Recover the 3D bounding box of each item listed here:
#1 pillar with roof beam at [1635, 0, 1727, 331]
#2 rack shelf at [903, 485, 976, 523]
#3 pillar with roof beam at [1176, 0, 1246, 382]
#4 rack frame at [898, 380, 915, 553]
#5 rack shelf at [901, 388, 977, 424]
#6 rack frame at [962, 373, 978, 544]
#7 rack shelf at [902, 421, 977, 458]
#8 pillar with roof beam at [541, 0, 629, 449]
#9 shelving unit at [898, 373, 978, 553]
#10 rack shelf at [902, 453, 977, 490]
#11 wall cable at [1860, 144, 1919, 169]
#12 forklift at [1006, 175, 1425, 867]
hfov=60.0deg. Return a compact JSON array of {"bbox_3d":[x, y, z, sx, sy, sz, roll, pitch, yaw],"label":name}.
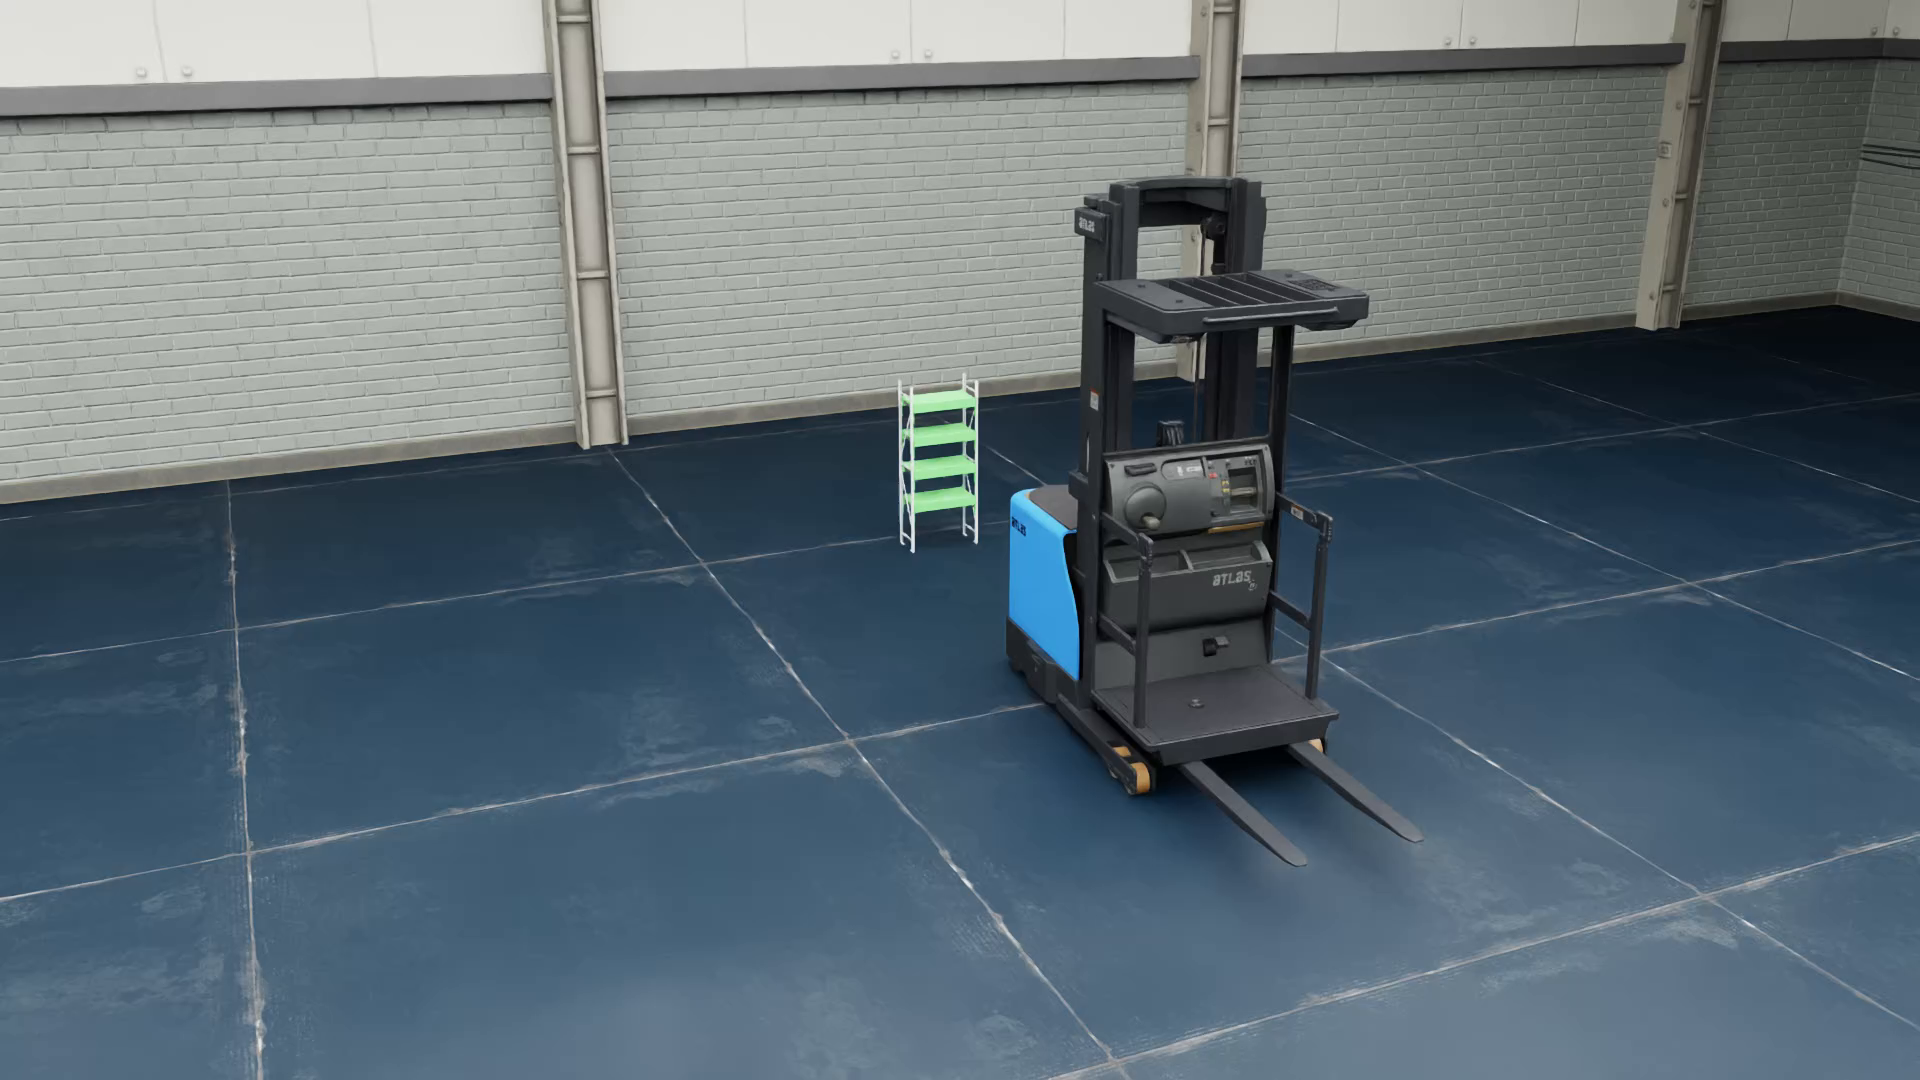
[{"bbox_3d":[9.624,-5.357,13.686,0.400,9.000,9.100,-8,21,-22],"label":"pillar with roof beam"},{"bbox_3d":[-0.152,-0.258,11.862,0.480,0.148,0.258,-8,21,-22],"label":"rack shelf"},{"bbox_3d":[4.114,-4.567,11.444,0.400,9.000,9.100,-8,21,-22],"label":"pillar with roof beam"},{"bbox_3d":[-0.376,-0.512,11.670,0.015,1.200,0.240,-8,21,-22],"label":"rack frame"},{"bbox_3d":[-0.152,-0.937,11.623,0.480,0.148,0.258,-8,21,-22],"label":"rack shelf"},{"bbox_3d":[0.072,-0.576,11.852,0.015,1.200,0.240,-8,21,-22],"label":"rack frame"},{"bbox_3d":[-0.152,-0.710,11.702,0.480,0.148,0.258,-8,21,-22],"label":"rack shelf"},{"bbox_3d":[-1.395,-3.778,9.202,0.400,9.000,9.100,-8,21,-22],"label":"pillar with roof beam"},{"bbox_3d":[-0.152,-0.544,11.761,0.503,1.200,0.258,-8,21,-22],"label":"shelving unit"},{"bbox_3d":[-0.152,-0.484,11.782,0.480,0.148,0.258,-8,21,-22],"label":"rack shelf"},{"bbox_3d":[11.147,-5.189,17.885,0.112,2.526,3.097,-8,21,-22],"label":"wall cable"},{"bbox_3d":[1.262,-0.252,8.324,1.130,2.935,3.031,-7,21,-19],"label":"forklift"}]
